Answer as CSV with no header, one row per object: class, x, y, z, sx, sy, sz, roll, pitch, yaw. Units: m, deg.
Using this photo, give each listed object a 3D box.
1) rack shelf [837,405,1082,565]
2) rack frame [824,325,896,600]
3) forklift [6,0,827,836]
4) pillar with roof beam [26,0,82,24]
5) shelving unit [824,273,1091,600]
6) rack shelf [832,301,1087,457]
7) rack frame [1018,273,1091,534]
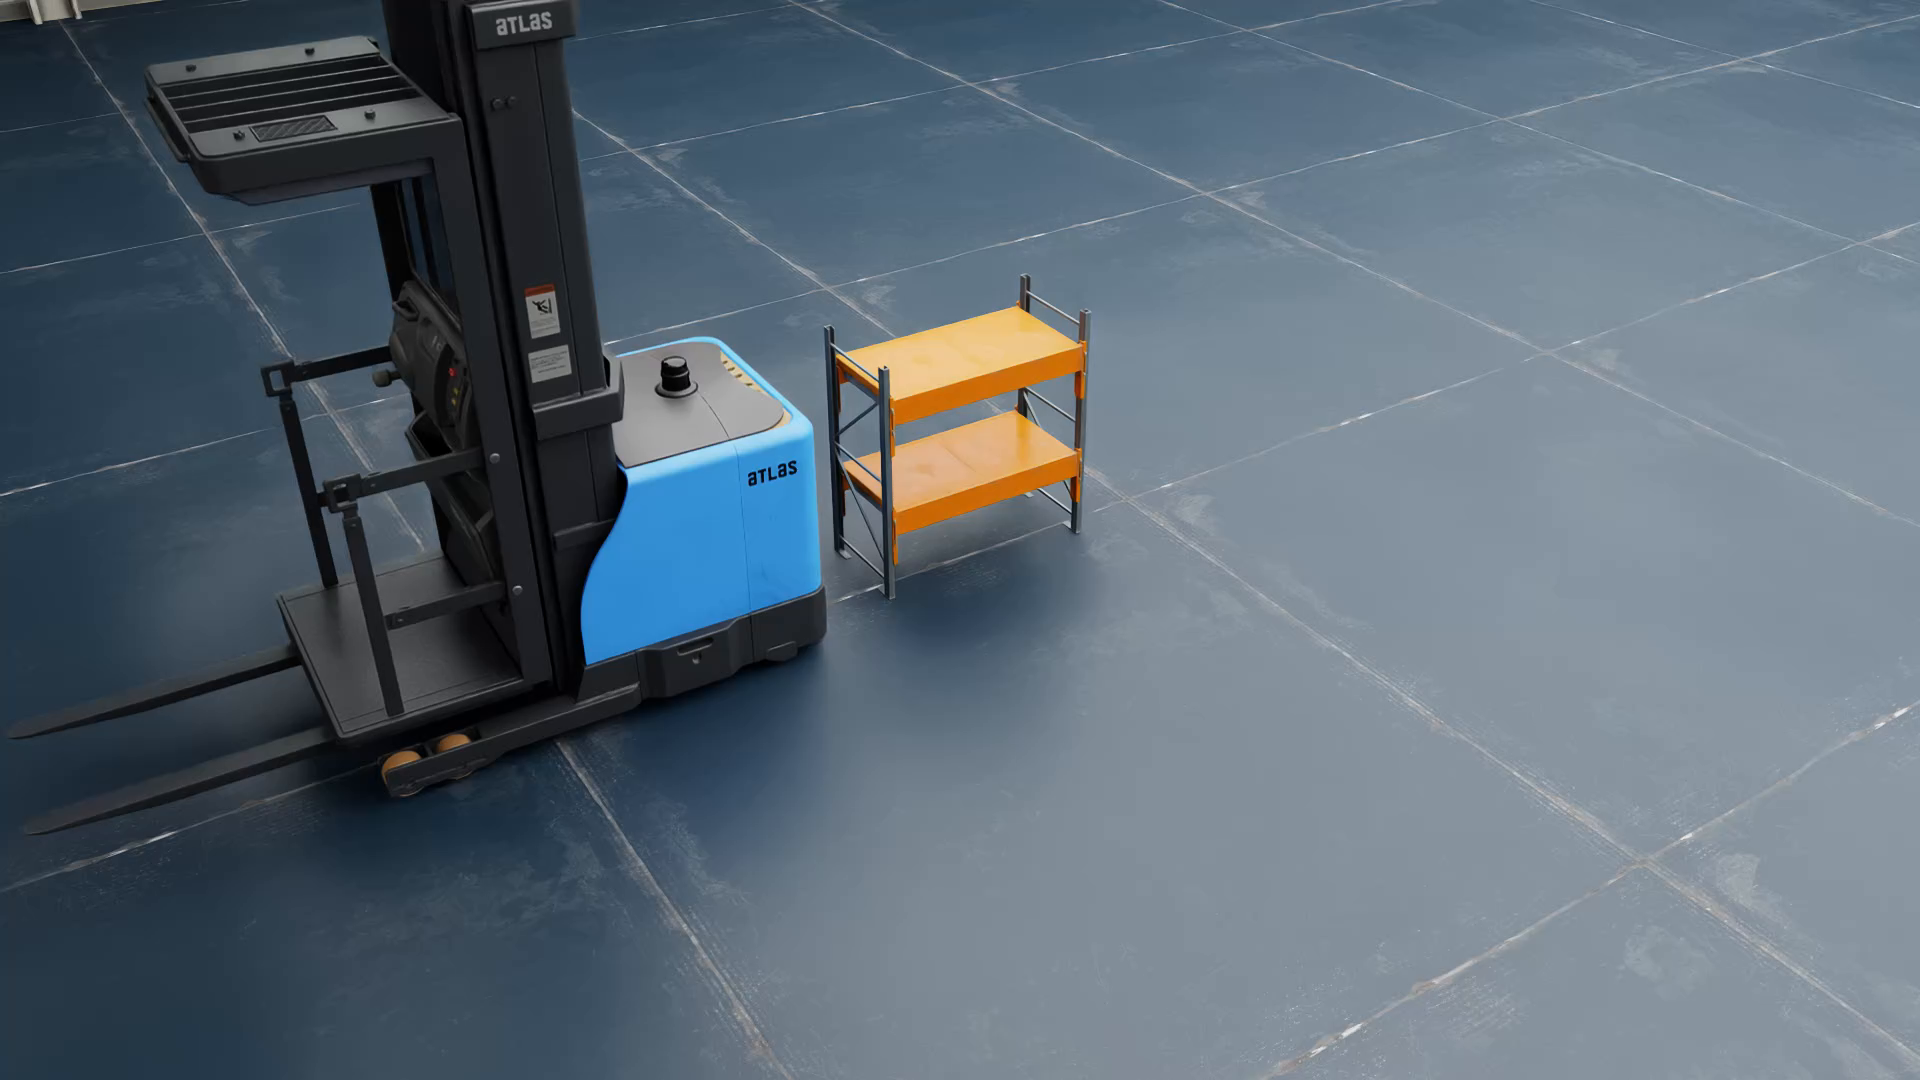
rack shelf,-0.006,-0.267,7.577,1.000,0.278,0.538,-19,37,-27
rack frame,-0.433,-0.327,7.214,0.032,1.125,0.500,-19,37,-27
forklift,-2.089,-0.603,5.959,3.031,2.935,1.130,-18,36,-26
pillar with roof beam,-6.056,-6.726,9.978,0.400,9.000,9.100,-19,37,-27
shelving unit,-0.006,-0.474,7.447,1.048,1.125,0.538,-19,37,-27
rack shelf,-0.006,-0.721,7.291,1.000,0.278,0.538,-19,37,-27
rack frame,0.422,-0.621,7.680,0.032,1.125,0.500,-19,37,-27
